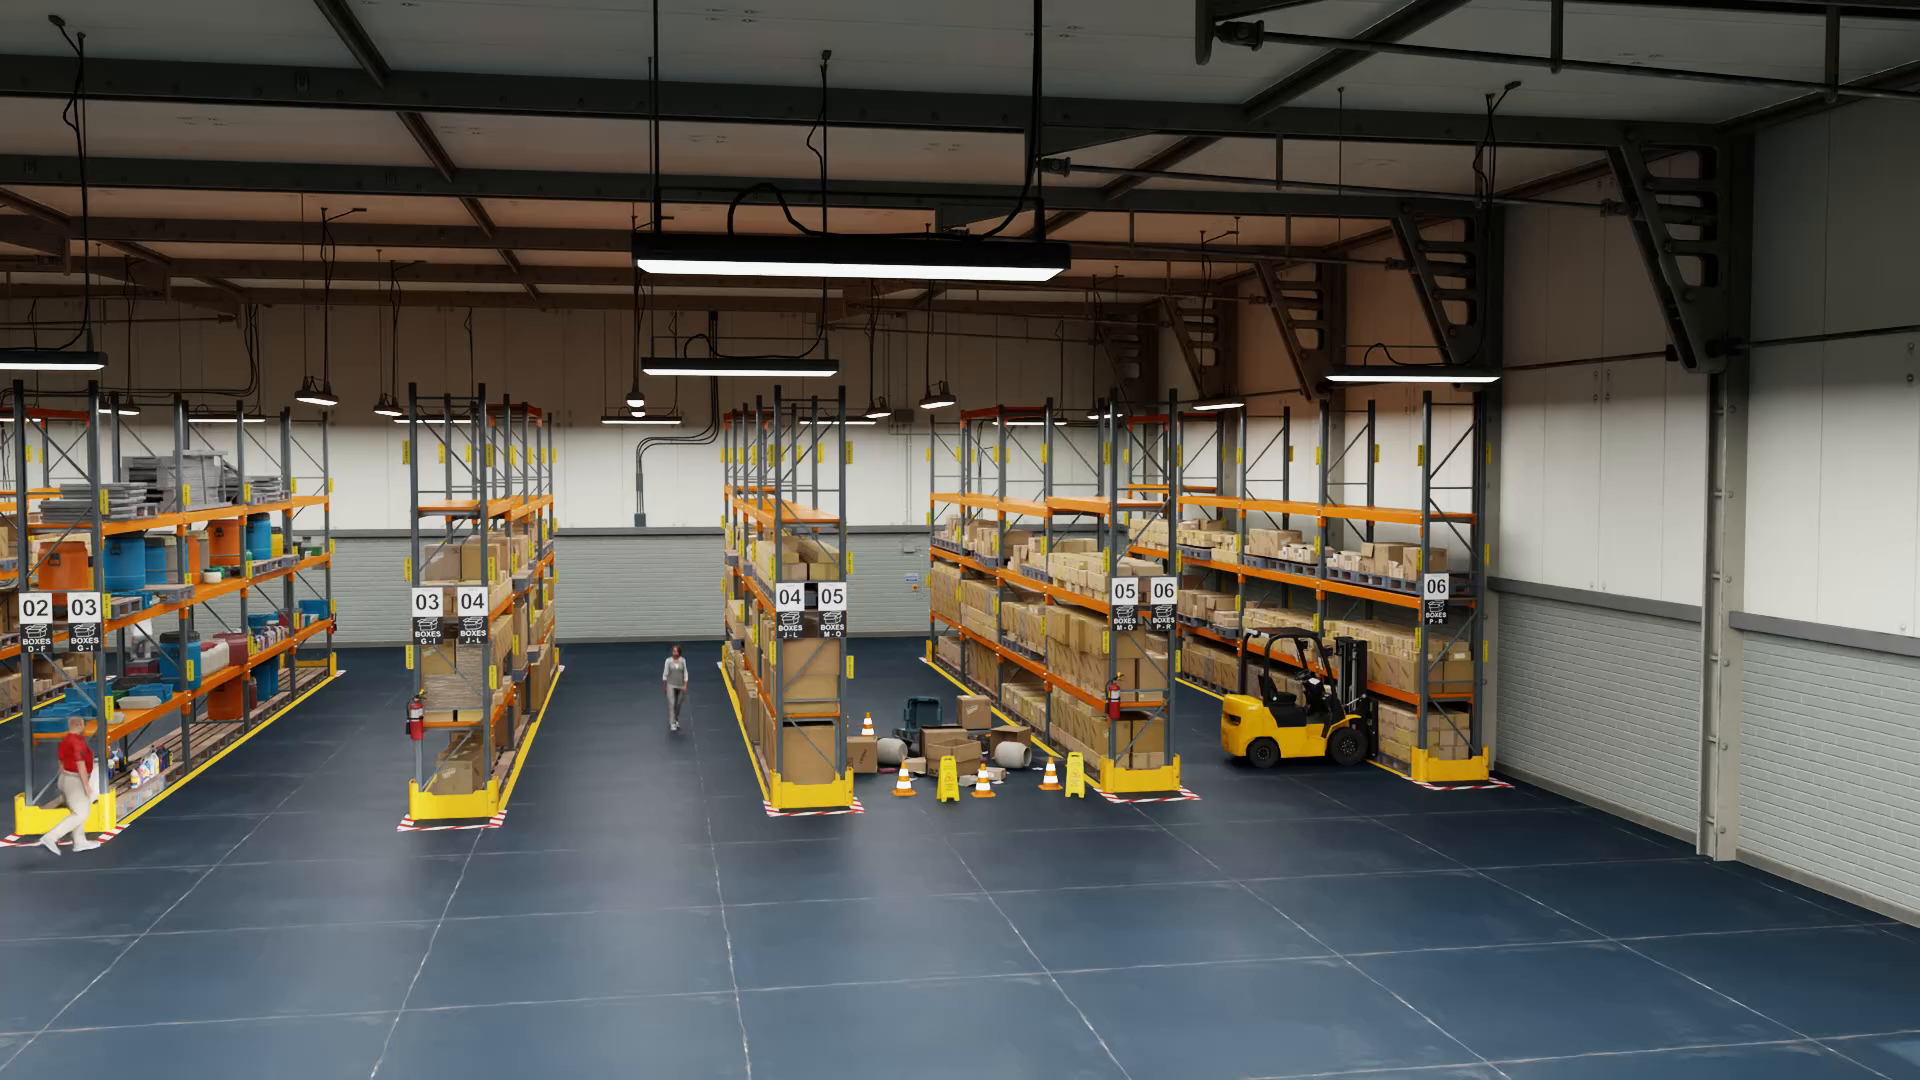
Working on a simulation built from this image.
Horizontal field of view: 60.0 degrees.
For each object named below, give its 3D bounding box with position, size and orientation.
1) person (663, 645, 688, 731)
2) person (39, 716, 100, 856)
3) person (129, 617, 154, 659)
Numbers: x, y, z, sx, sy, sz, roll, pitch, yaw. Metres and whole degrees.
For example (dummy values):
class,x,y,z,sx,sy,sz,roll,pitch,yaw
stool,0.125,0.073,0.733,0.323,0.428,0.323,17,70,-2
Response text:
class,x,y,z,sx,sy,sz,roll,pitch,yaw
person,-5.150,2.693,30.178,0.434,1.512,0.967,-1,3,-25
person,-11.142,3.074,20.790,0.583,1.712,0.794,3,4,41
person,-18.700,2.191,37.948,0.581,1.735,0.840,-2,4,-38
